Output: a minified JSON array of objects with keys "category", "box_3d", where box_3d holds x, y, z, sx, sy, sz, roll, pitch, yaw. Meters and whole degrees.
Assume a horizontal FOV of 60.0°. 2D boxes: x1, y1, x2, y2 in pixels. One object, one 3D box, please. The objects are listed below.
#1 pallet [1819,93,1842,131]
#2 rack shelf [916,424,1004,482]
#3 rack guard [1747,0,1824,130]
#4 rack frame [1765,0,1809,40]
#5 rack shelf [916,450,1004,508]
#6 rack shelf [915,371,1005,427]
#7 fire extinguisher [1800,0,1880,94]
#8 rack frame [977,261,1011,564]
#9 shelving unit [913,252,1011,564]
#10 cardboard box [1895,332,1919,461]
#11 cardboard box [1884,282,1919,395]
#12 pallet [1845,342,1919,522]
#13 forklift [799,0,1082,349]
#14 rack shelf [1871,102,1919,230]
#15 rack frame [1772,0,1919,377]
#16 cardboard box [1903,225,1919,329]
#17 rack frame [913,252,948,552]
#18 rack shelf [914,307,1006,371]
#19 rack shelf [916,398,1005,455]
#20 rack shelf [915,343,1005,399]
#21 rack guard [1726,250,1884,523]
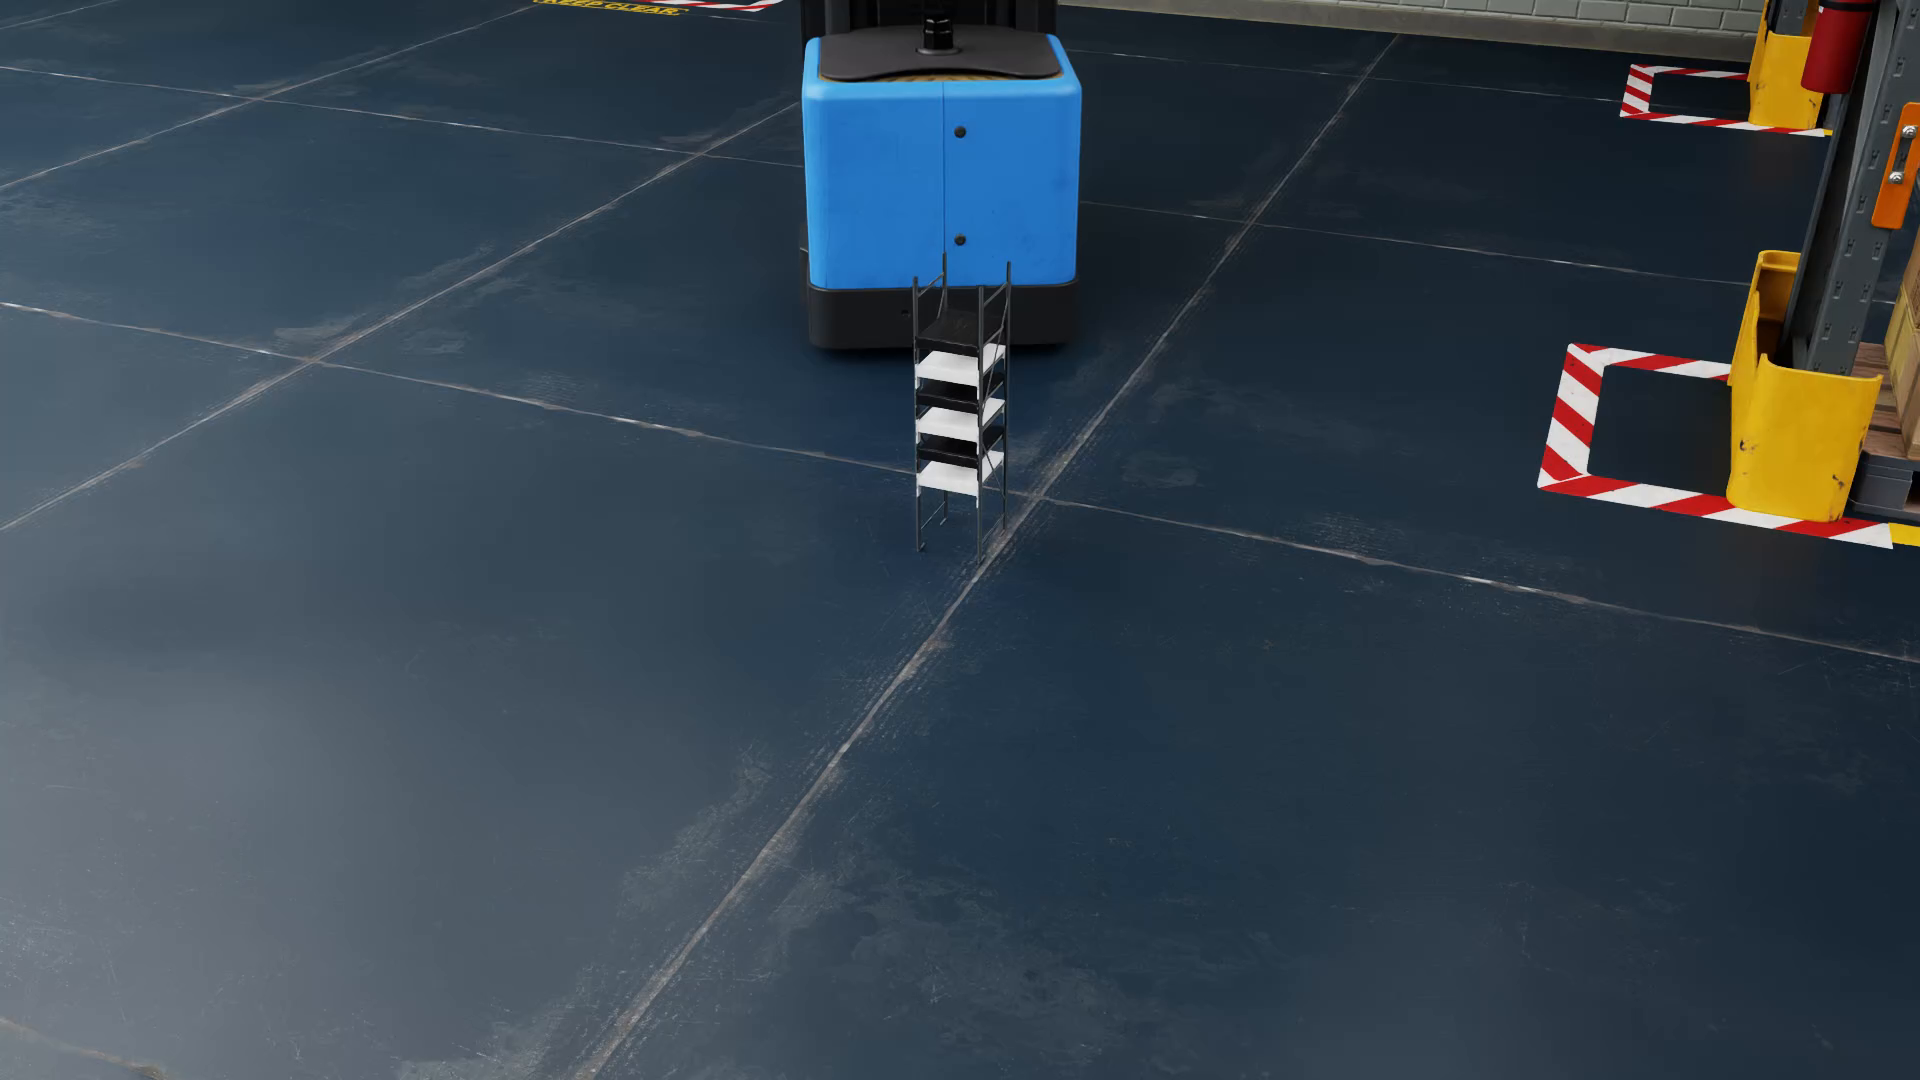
[{"category":"pallet","box_3d":[5.579,-2.509,9.474,1.213,0.211,1.003,11,31,19]},{"category":"rack shelf","box_3d":[0.008,-0.283,5.087,0.200,0.077,0.258,11,31,19]},{"category":"rack guard","box_3d":[4.840,-2.801,9.698,0.348,0.500,1.175,11,31,19]},{"category":"rack frame","box_3d":[4.769,-3.903,9.107,0.127,3.000,1.000,11,31,19]},{"category":"rack shelf","box_3d":[0.008,-0.205,5.131,0.200,0.077,0.258,11,31,19]},{"category":"rack shelf","box_3d":[0.008,-0.440,4.998,0.200,0.077,0.258,11,31,19]},{"category":"fire extinguisher","box_3d":[2.976,-1.844,5.543,0.183,0.674,0.296,11,31,19]},{"category":"rack frame","box_3d":[0.102,-0.371,4.993,0.006,0.900,0.240,11,31,19]},{"category":"shelving unit","box_3d":[0.008,-0.390,5.026,0.210,0.900,0.258,11,31,19]},{"category":"cardboard box","box_3d":[3.324,-0.429,5.328,0.500,0.250,0.500,11,31,19]},{"category":"cardboard box","box_3d":[3.518,-0.665,5.746,0.500,0.250,0.500,11,31,19]},{"category":"pallet","box_3d":[3.635,-0.308,5.580,1.213,0.211,1.003,11,31,19]},{"category":"forklift","box_3d":[-0.149,-2.704,7.055,1.130,2.935,3.031,-2,30,-3]},{"category":"rack shelf","box_3d":[4.764,-0.961,4.632,4.000,0.370,1.077,11,31,19]},{"category":"rack frame","box_3d":[2.910,-1.644,5.110,0.127,3.000,1.000,11,31,19]},{"category":"cardboard box","box_3d":[3.519,-0.993,5.563,0.500,0.500,0.500,11,31,19]},{"category":"rack frame","box_3d":[-0.087,-0.409,5.059,0.006,0.900,0.240,11,31,19]},{"category":"rack shelf","box_3d":[0.008,-0.596,4.909,0.200,0.077,0.258,11,31,19]},{"category":"rack shelf","box_3d":[0.008,-0.361,5.042,0.200,0.077,0.258,11,31,19]},{"category":"rack shelf","box_3d":[0.008,-0.518,4.954,0.200,0.077,0.258,11,31,19]},{"category":"rack guard","box_3d":[2.888,-0.560,5.733,0.348,0.500,1.175,11,31,19]}]
